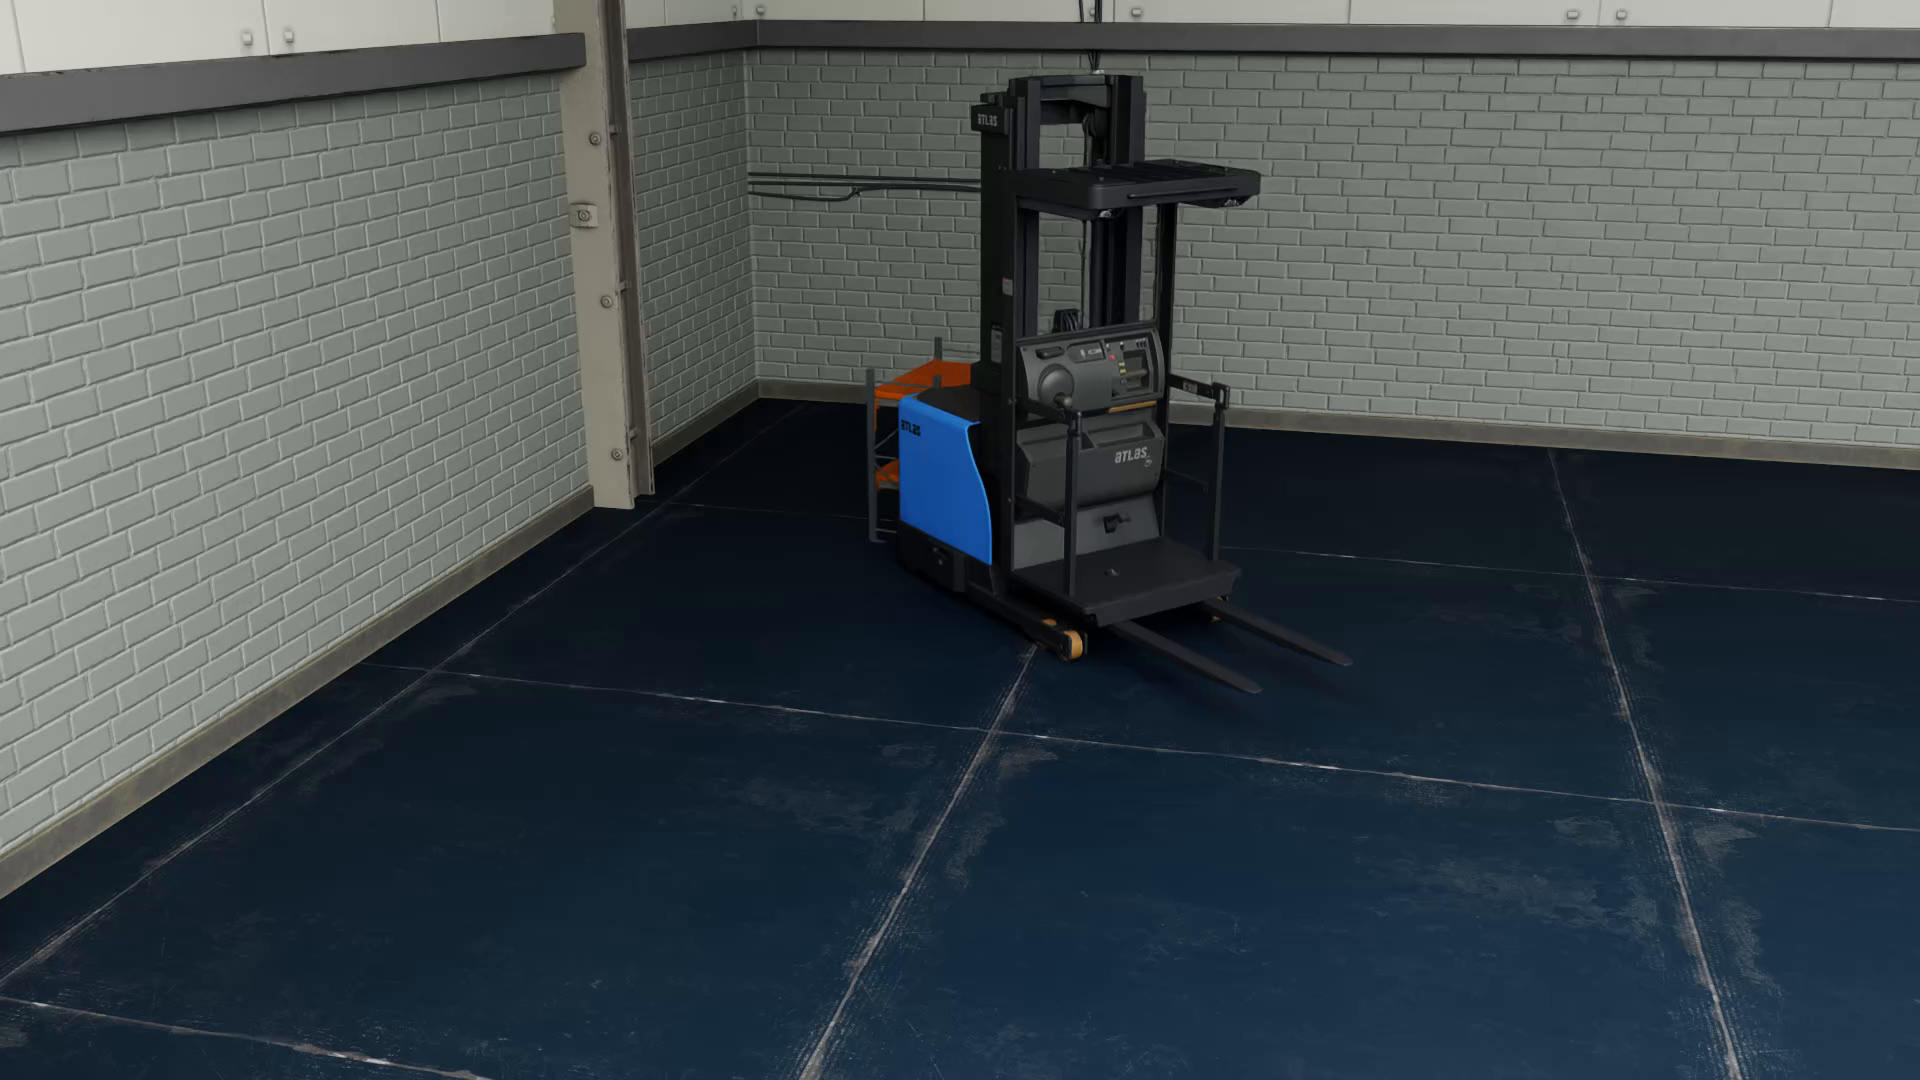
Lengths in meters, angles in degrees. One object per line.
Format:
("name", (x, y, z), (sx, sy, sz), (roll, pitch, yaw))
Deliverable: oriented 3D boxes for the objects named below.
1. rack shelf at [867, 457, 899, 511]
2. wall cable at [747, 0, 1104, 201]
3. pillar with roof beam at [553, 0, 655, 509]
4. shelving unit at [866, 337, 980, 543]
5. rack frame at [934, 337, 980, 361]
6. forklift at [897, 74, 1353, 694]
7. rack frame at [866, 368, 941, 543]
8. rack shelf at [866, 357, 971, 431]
("rack shelf", (-0.143, -0.420, 10.933), (0.538, 0.278, 1.000), (8, 20, 22))
("wall cable", (-0.332, -3.891, 12.960), (3.097, 2.526, 0.112), (5, 19, 13))
("pillar with roof beam", (1.841, -4.201, 9.065), (9.100, 9.000, 0.400), (5, 19, 13))
("shelving unit", (-0.143, -0.651, 10.854), (0.538, 1.125, 1.048), (8, 20, 22))
("rack frame", (0.062, -0.802, 11.294), (0.500, 1.125, 0.032), (8, 20, 22))
("forklift", (0.841, -0.920, 8.845), (1.130, 2.935, 3.031), (-12, 22, -31))
("rack frame", (-0.348, -0.501, 10.414), (0.500, 1.125, 0.032), (8, 20, 22))
("rack shelf", (-0.143, -0.928, 10.760), (0.538, 0.278, 1.000), (8, 20, 22))
